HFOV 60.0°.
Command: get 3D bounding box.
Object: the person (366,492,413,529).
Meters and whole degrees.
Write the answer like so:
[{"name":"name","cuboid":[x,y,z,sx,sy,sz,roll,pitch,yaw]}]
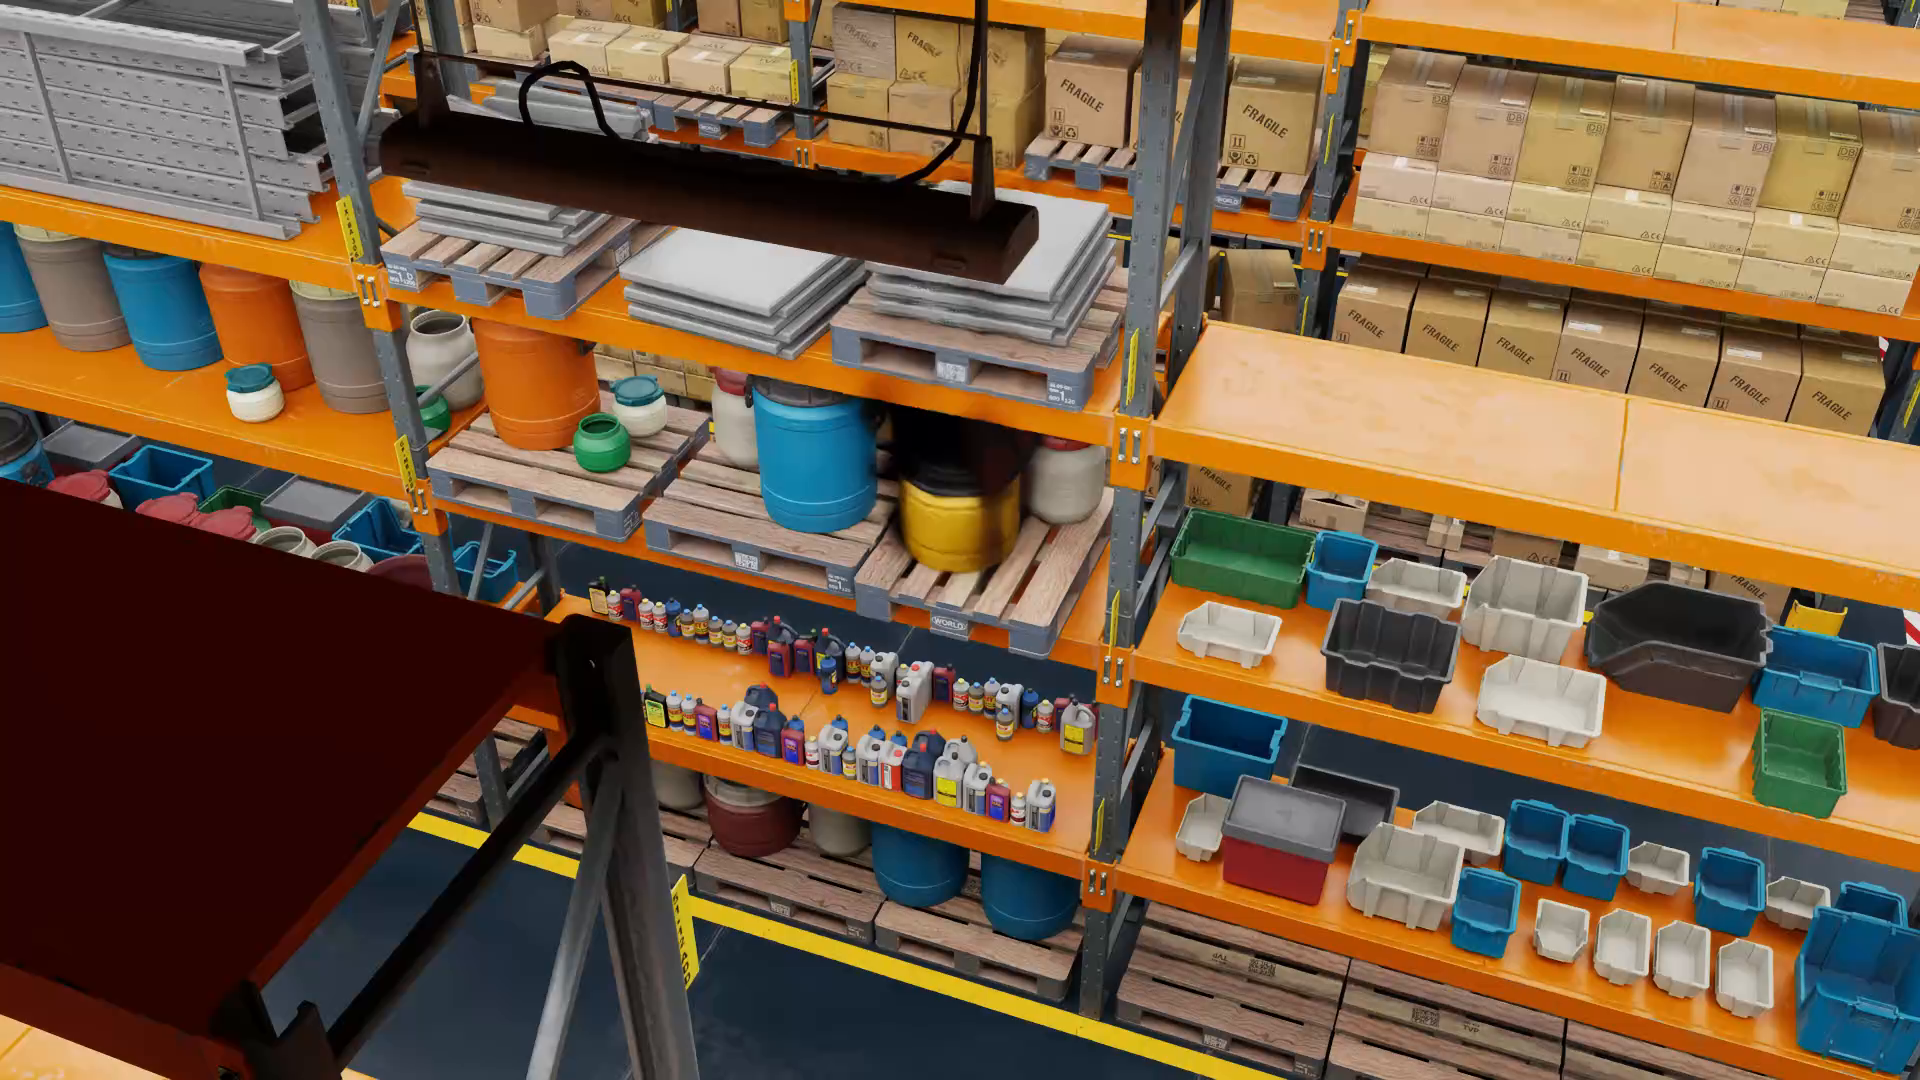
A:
[{"name":"person","cuboid":[-4.710,-0.783,13.047,0.914,1.645,0.575,11,38,14]}]
